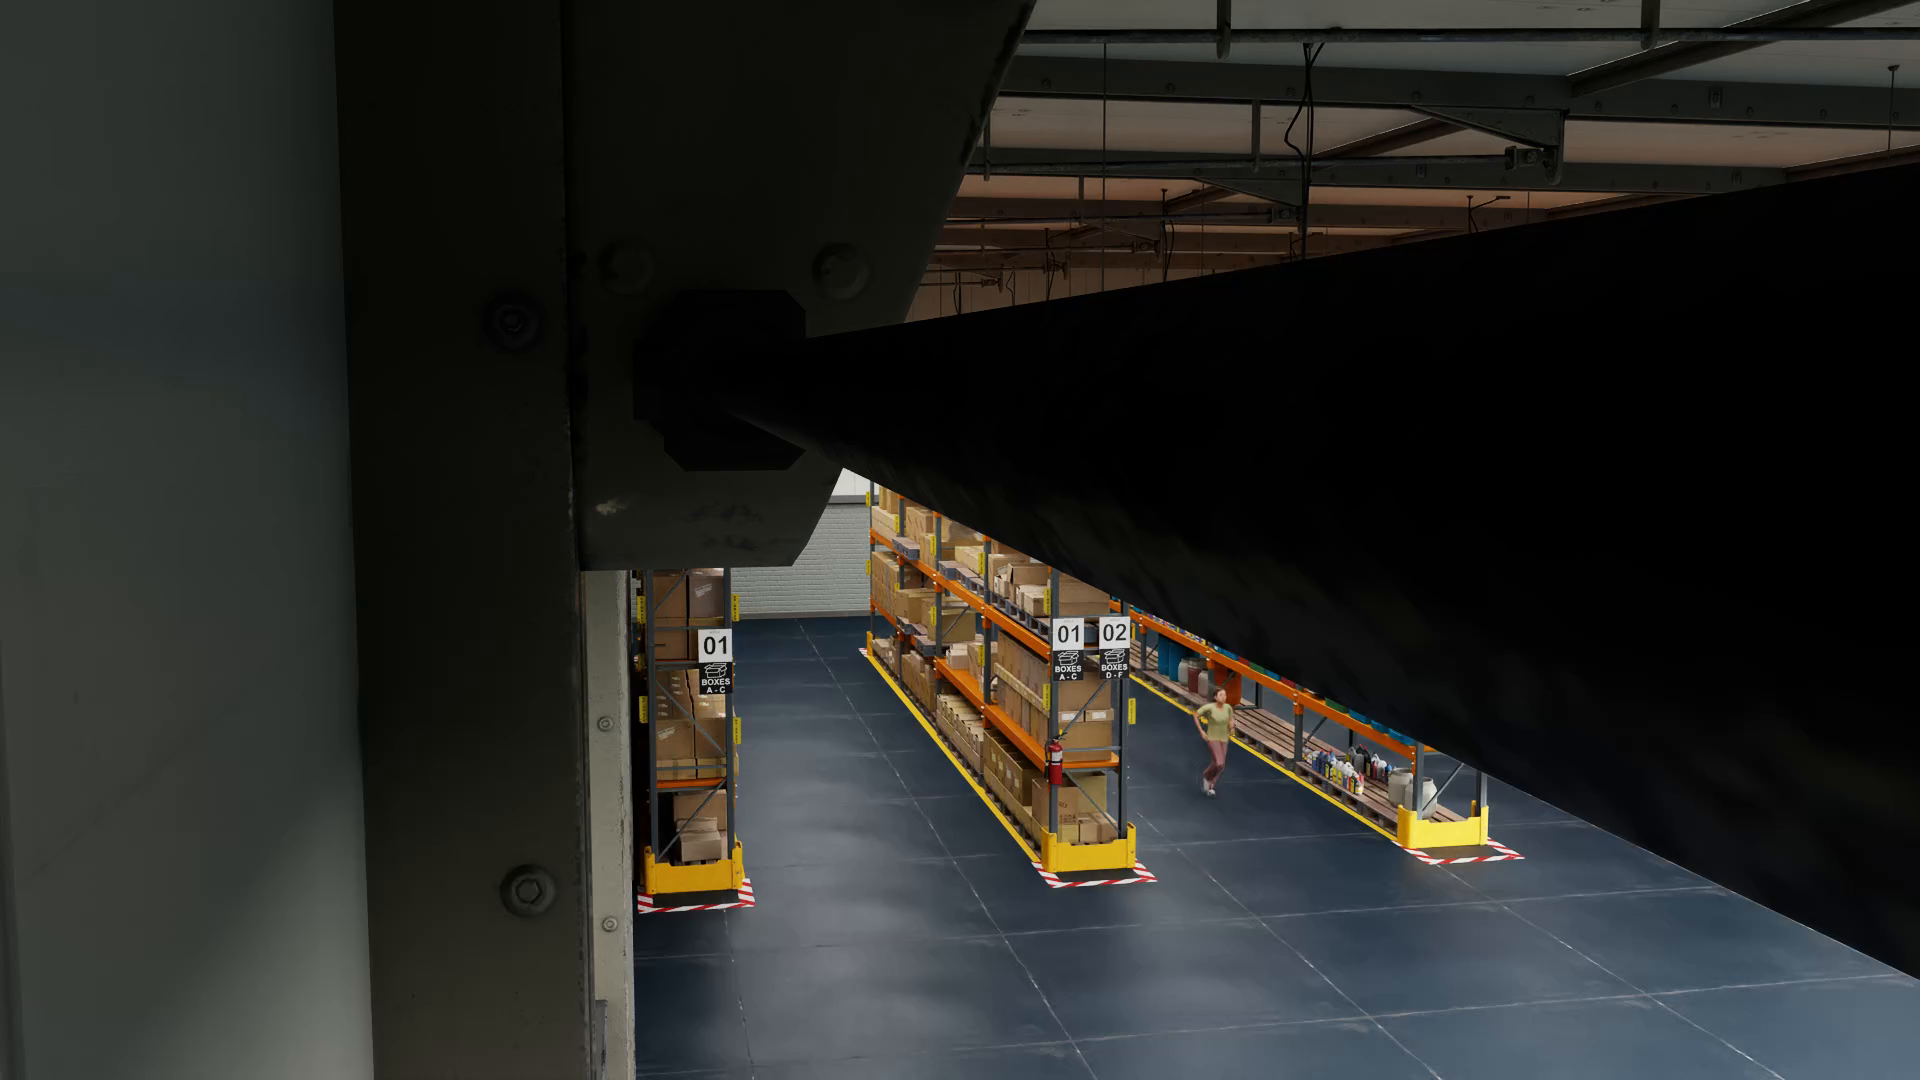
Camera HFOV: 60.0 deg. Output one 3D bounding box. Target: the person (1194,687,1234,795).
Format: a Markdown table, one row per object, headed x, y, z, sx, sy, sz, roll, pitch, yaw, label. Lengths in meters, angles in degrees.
| x | y | z | sx | sy | sz | roll | pitch | yaw | label |
| --- | --- | --- | --- | --- | --- | --- | --- | --- | --- |
| 3.788 | 2.962 | 24.460 | 0.581 | 1.627 | 0.586 | -3 | 6 | -23 | person |
